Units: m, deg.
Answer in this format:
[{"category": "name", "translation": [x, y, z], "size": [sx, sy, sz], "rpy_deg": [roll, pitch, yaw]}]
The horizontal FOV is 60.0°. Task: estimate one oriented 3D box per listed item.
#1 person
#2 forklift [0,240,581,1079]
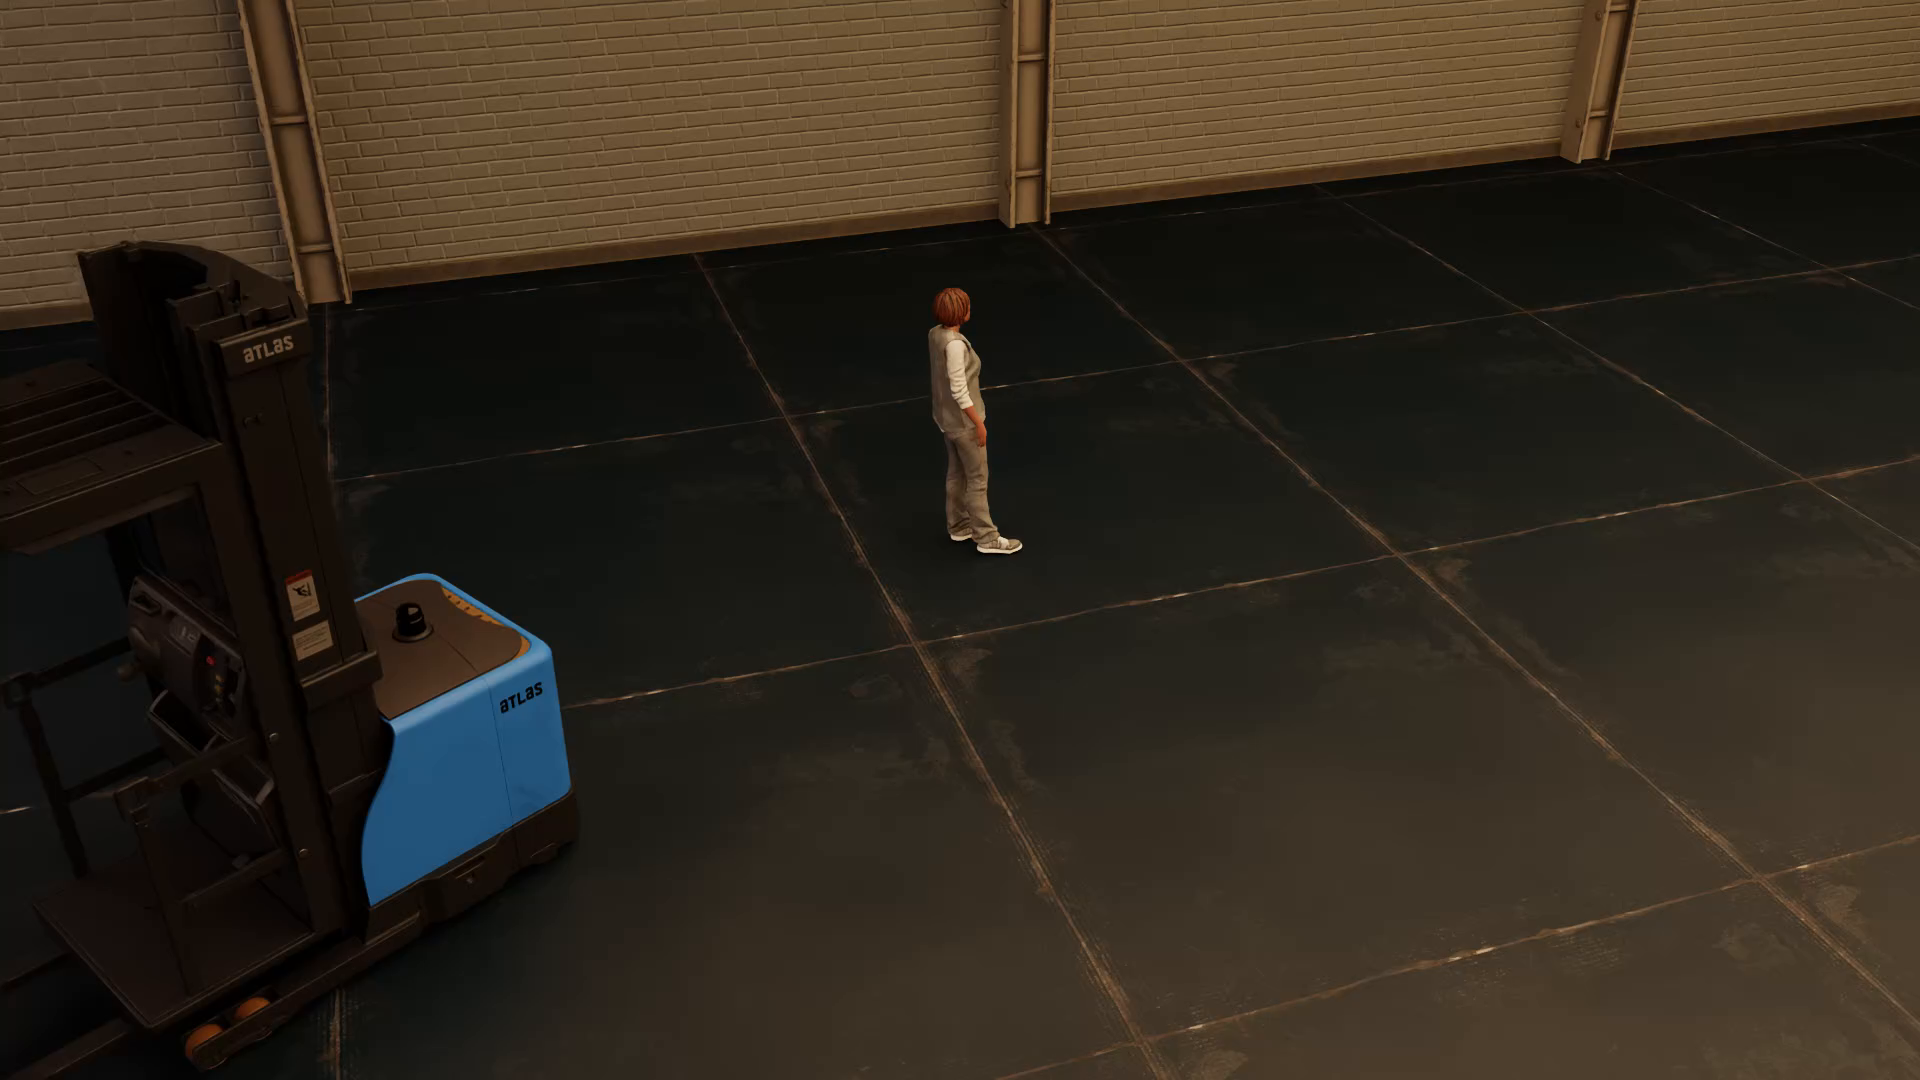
[{"category": "person", "translation": [0.074, -0.704, 9.633], "size": [0.475, 1.597, 0.520], "rpy_deg": [-10, 31, -16]}, {"category": "forklift", "translation": [-3.093, 0.495, 6.227], "size": [1.130, 2.935, 3.031], "rpy_deg": [24, 38, 36]}]
